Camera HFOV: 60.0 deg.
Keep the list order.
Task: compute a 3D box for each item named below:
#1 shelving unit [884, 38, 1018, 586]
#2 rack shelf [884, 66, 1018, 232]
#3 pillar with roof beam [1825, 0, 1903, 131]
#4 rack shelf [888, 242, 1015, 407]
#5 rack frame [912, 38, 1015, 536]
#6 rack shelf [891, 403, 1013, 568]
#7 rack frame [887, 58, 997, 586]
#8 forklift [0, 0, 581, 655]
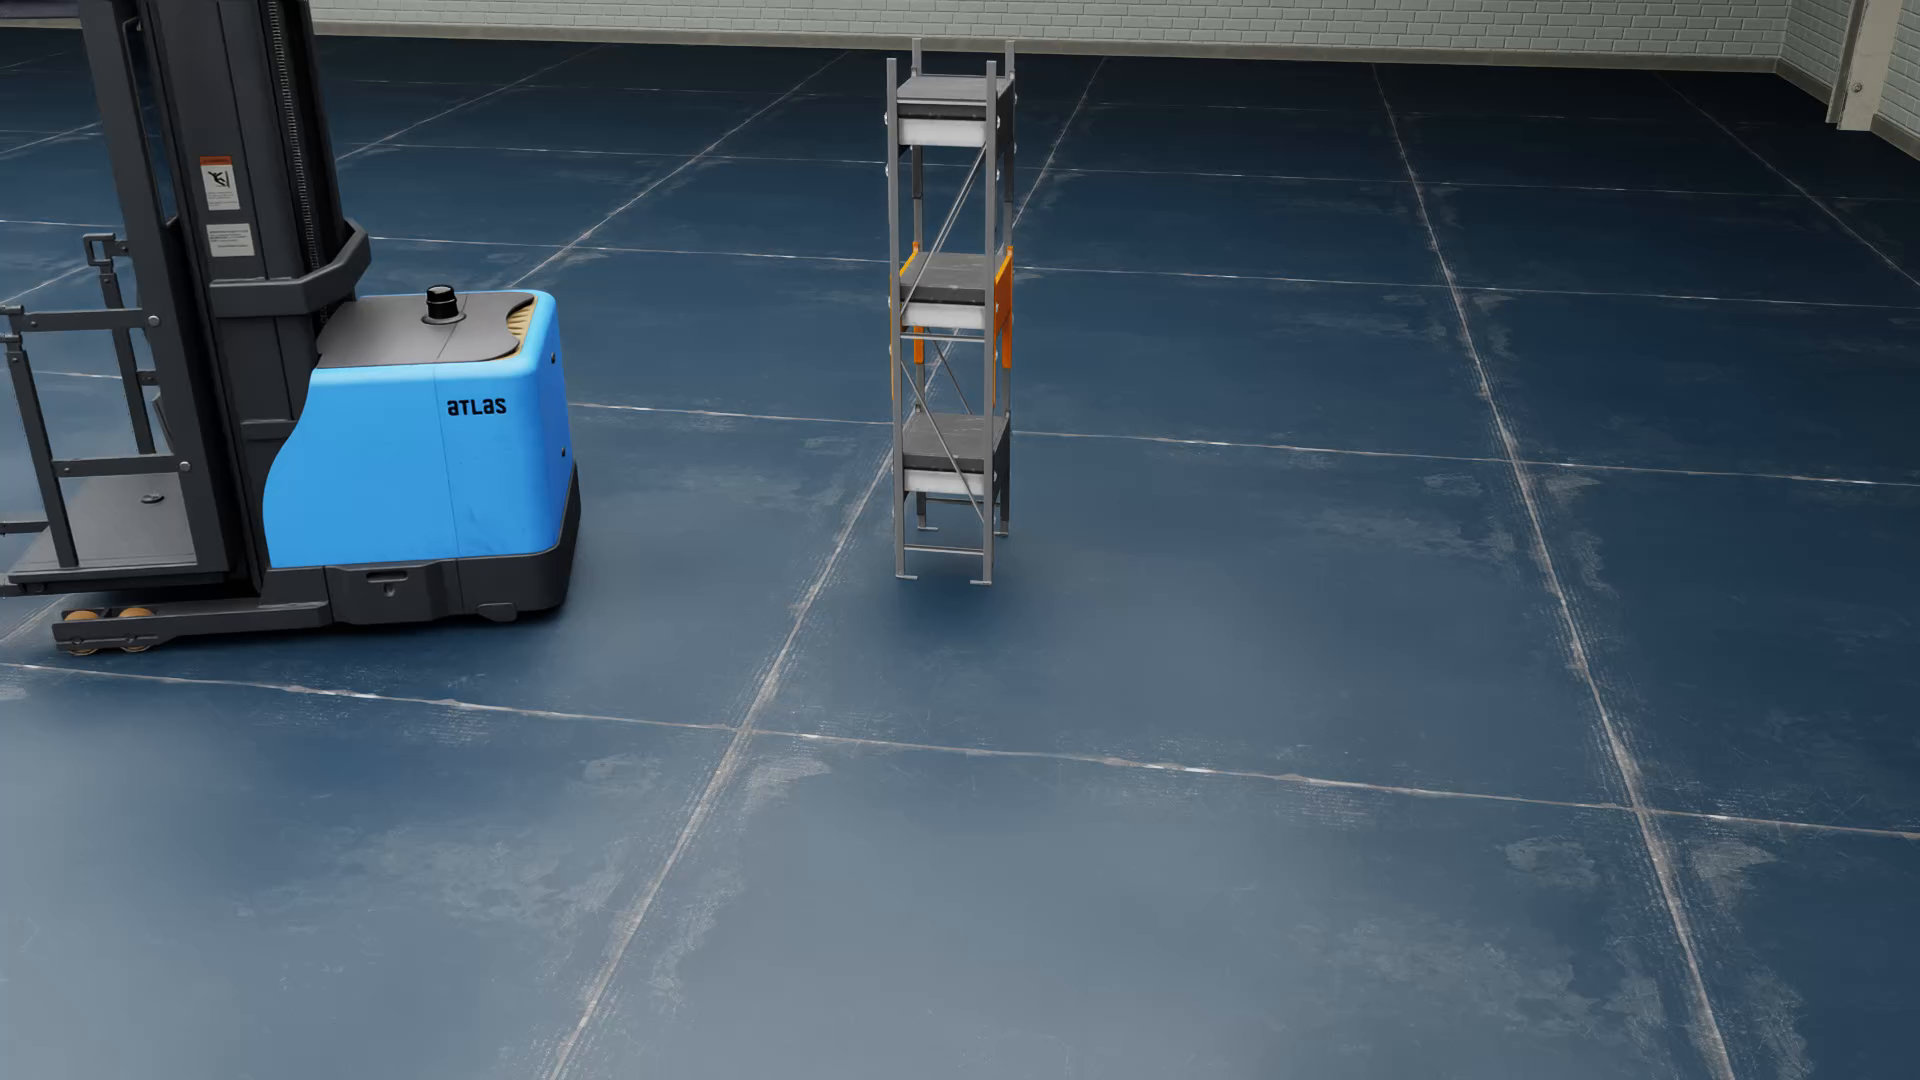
[{"bbox_3d":[-0.027,-0.882,6.657,0.431,2.100,0.503,4,25,9],"label":"shelving unit"},{"bbox_3d":[-0.027,-1.503,6.366,0.431,0.518,0.480,4,25,9],"label":"rack shelf"},{"bbox_3d":[4.035,-8.229,14.216,9.100,9.000,0.400,4,25,9],"label":"pillar with roof beam"},{"bbox_3d":[-0.027,-0.869,6.663,0.431,0.518,0.480,4,25,9],"label":"rack shelf"},{"bbox_3d":[0.013,-0.984,6.875,0.400,2.100,0.015,4,25,9],"label":"rack frame"},{"bbox_3d":[-0.027,-0.235,6.959,0.431,0.518,0.480,4,25,9],"label":"rack shelf"},{"bbox_3d":[-0.067,-0.780,6.439,0.400,2.100,0.015,4,25,9],"label":"rack frame"},{"bbox_3d":[-3.120,-1.128,6.203,3.031,2.935,1.130,-3,25,-7],"label":"forklift"}]
